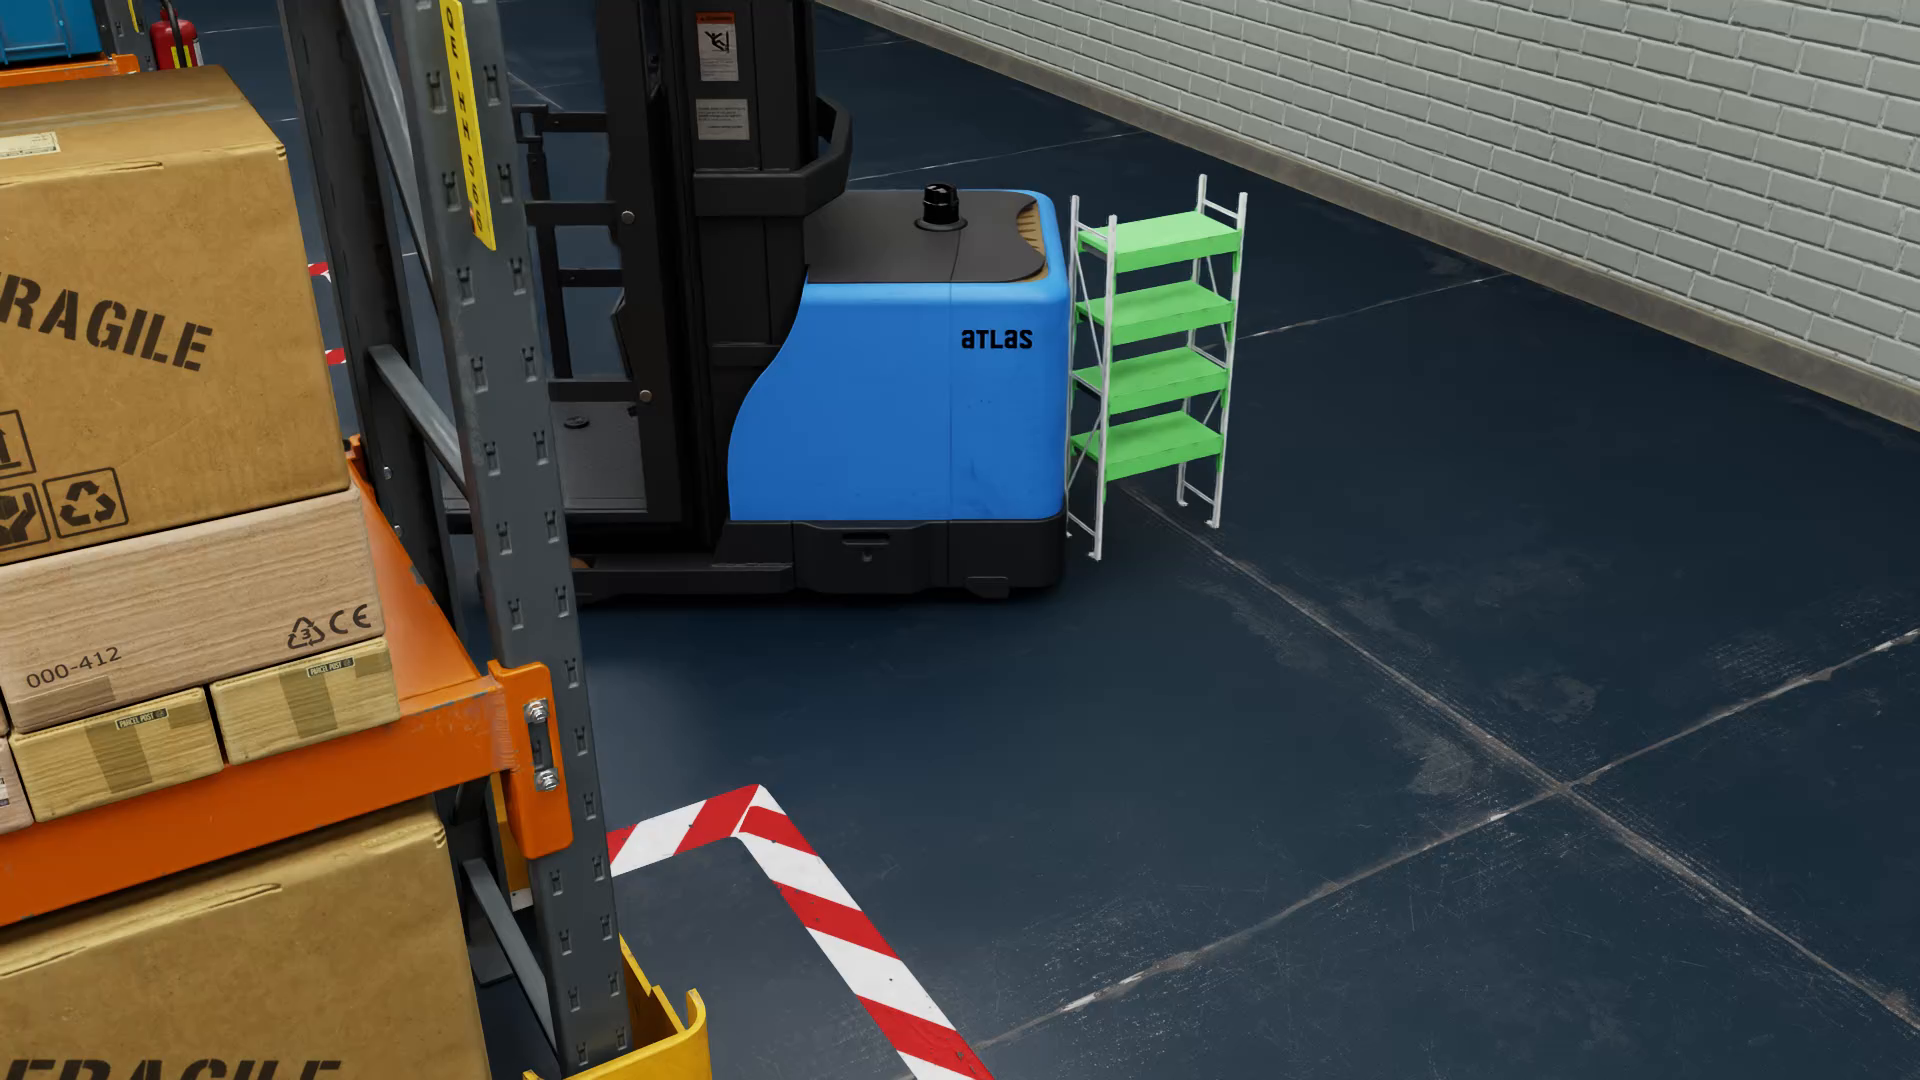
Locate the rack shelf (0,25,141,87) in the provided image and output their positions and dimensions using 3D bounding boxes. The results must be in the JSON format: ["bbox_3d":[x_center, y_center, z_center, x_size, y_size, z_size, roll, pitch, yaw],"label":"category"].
[{"bbox_3d":[-5.149,-1.429,5.980,4.000,0.370,1.077,-16,33,-26],"label":"rack shelf"}]

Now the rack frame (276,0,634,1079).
[{"bbox_3d":[-0.916,-0.171,2.955,0.127,3.000,1.000,-16,33,-26],"label":"rack frame"}]

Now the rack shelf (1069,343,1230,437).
[{"bbox_3d":[0.629,-0.506,5.557,0.480,0.148,0.258,-14,32,-24],"label":"rack shelf"}]

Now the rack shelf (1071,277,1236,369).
[{"bbox_3d":[0.629,-0.716,5.441,0.480,0.148,0.258,-14,32,-24],"label":"rack shelf"}]

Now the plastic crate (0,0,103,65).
[{"bbox_3d":[-3.619,-2.116,6.381,0.499,0.435,0.616,-16,33,-26],"label":"plastic crate"}]

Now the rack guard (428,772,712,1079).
[{"bbox_3d":[-0.895,0.918,3.569,0.348,0.500,1.175,-16,33,-26],"label":"rack guard"}]

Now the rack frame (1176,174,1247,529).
[{"bbox_3d":[0.844,-0.617,5.627,0.015,1.200,0.240,-14,32,-24],"label":"rack frame"}]

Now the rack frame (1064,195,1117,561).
[{"bbox_3d":[0.414,-0.506,5.425,0.015,1.200,0.240,-14,32,-24],"label":"rack frame"}]

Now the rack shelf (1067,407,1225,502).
[{"bbox_3d":[0.629,-0.296,5.673,0.480,0.148,0.258,-14,32,-24],"label":"rack shelf"}]

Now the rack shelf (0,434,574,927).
[{"bbox_3d":[-2.640,0.634,2.241,4.000,0.370,1.077,-16,33,-26],"label":"rack shelf"}]

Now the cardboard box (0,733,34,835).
[{"bbox_3d":[-1.497,0.289,2.381,0.250,0.149,0.380,-16,33,-26],"label":"cardboard box"}]

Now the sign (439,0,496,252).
[{"bbox_3d":[-0.653,-0.552,2.202,0.005,0.325,0.100,-16,33,-26],"label":"sign"}]

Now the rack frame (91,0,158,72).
[{"bbox_3d":[-3.425,-2.234,6.693,0.127,3.000,1.000,-16,33,-26],"label":"rack frame"}]

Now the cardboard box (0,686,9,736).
[{"bbox_3d":[-1.637,0.118,2.279,0.500,0.250,0.500,-16,33,-27],"label":"cardboard box"}]

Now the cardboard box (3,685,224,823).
[{"bbox_3d":[-1.279,0.228,2.492,0.250,0.149,0.380,-15,32,-26],"label":"cardboard box"}]

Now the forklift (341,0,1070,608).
[{"bbox_3d":[-1.177,-1.316,5.102,3.031,2.935,1.130,0,29,0],"label":"forklift"}]

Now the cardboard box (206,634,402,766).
[{"bbox_3d":[-1.056,0.164,2.609,0.250,0.149,0.380,-15,32,-25],"label":"cardboard box"}]

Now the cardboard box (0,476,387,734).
[{"bbox_3d":[-1.199,-0.006,2.504,0.500,0.250,0.500,-16,33,-27],"label":"cardboard box"}]

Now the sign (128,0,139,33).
[{"bbox_3d":[-3.132,-2.080,6.246,0.005,0.325,0.100,-16,33,-26],"label":"sign"}]

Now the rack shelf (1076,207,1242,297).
[{"bbox_3d":[0.629,-0.926,5.325,0.480,0.148,0.258,-14,32,-24],"label":"rack shelf"}]

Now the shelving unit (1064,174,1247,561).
[{"bbox_3d":[0.629,-0.562,5.526,0.503,1.200,0.258,-14,32,-24],"label":"shelving unit"}]

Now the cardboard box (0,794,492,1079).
[{"bbox_3d":[-1.427,0.766,3.022,0.875,0.875,0.875,-16,33,-26],"label":"cardboard box"}]

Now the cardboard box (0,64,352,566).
[{"bbox_3d":[-1.203,-0.335,2.323,0.500,0.500,0.500,-15,32,-26],"label":"cardboard box"}]
